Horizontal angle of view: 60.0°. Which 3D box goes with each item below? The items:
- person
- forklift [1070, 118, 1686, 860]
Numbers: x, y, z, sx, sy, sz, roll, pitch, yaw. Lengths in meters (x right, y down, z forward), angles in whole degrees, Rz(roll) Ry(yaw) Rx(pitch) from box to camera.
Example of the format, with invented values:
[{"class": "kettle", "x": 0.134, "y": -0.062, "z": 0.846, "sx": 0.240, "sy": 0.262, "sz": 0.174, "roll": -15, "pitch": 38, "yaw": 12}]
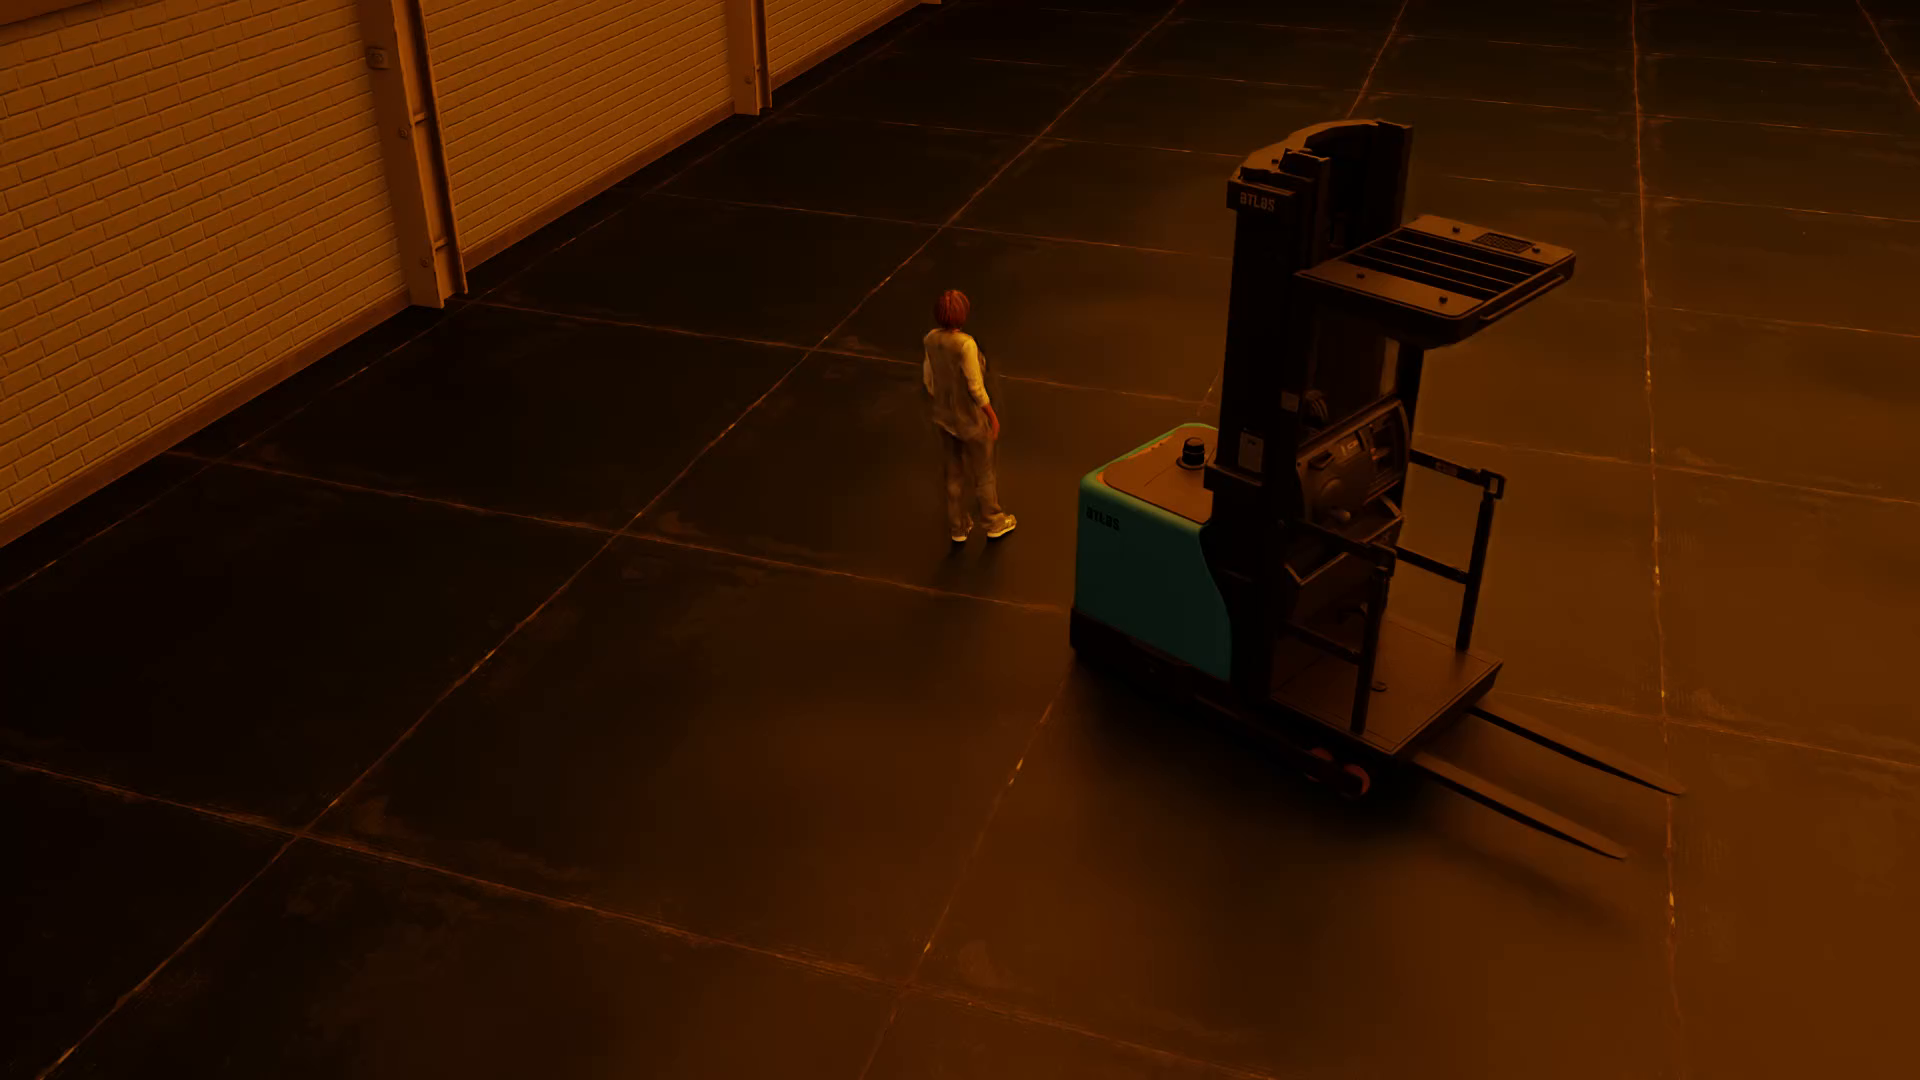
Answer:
[{"class": "person", "x": 0.076, "y": -0.740, "z": 9.770, "sx": 0.503, "sy": 1.600, "sz": 0.530, "roll": 25, "pitch": 38, "yaw": 36}, {"class": "forklift", "x": 2.008, "y": -0.329, "z": 7.714, "sx": 3.031, "sy": 2.935, "sz": 1.130, "roll": 25, "pitch": 38, "yaw": 37}]
